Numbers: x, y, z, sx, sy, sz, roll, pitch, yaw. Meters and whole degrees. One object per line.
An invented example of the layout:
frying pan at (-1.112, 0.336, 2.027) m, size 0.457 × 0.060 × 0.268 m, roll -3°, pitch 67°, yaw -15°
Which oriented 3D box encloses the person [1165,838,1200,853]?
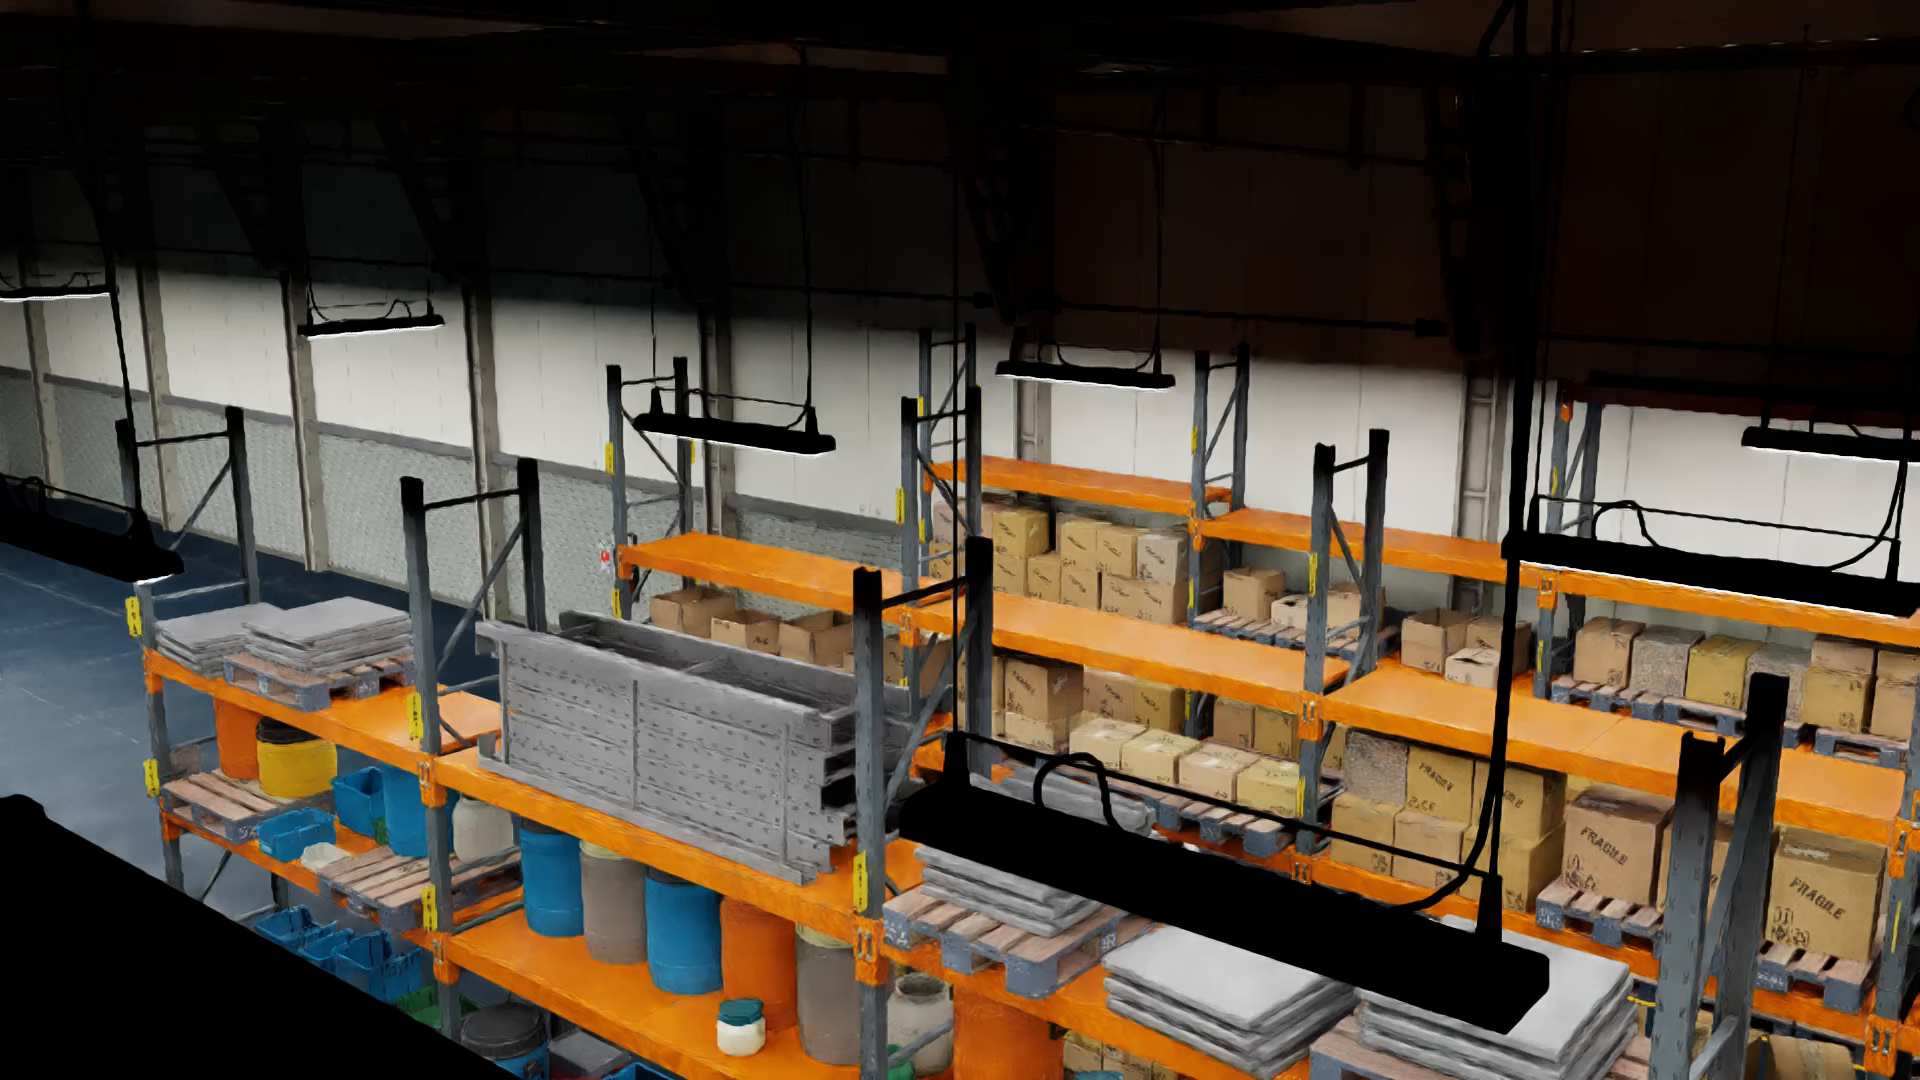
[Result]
person at (2.112, 3.579, 16.282) m, size 0.620 × 1.786 × 0.455 m, roll 2°, pitch 13°, yaw 7°
